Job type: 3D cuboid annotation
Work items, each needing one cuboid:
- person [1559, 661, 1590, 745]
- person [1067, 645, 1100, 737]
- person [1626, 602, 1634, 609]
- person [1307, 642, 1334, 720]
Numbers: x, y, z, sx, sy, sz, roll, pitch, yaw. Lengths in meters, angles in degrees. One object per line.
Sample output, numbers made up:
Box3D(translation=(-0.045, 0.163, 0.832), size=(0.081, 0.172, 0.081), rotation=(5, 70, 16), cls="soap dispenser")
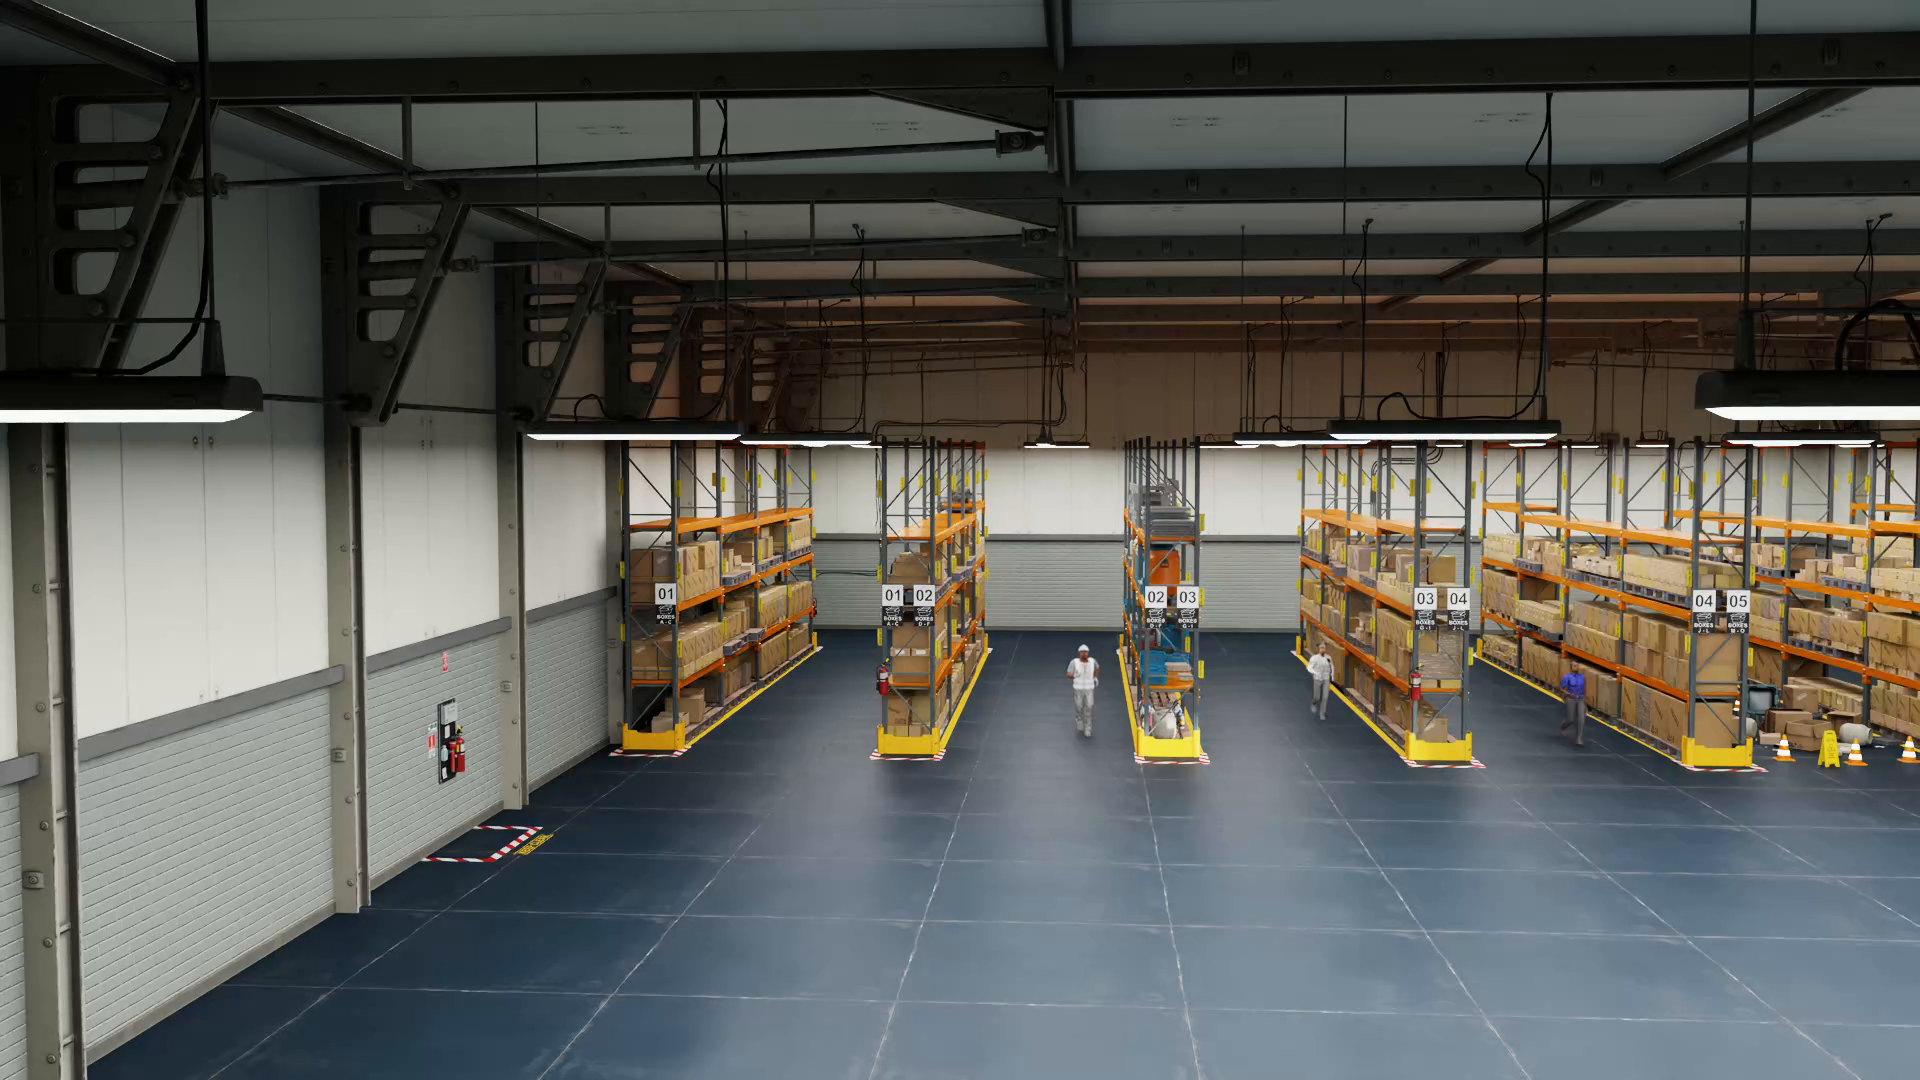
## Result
Box3D(translation=(12.036, 3.181, 32.566), size=(0.583, 1.593, 0.731), rotation=(0, 3, -6), cls="person")
Box3D(translation=(2.484, 2.963, 33.420), size=(0.677, 1.707, 0.952), rotation=(0, 3, 1), cls="person")
Box3D(translation=(19.034, 2.401, 47.414), size=(0.720, 1.611, 0.590), rotation=(0, 3, 9), cls="person")
Box3D(translation=(7.721, 2.988, 35.541), size=(0.619, 1.663, 0.684), rotation=(0, 3, -4), cls="person")
